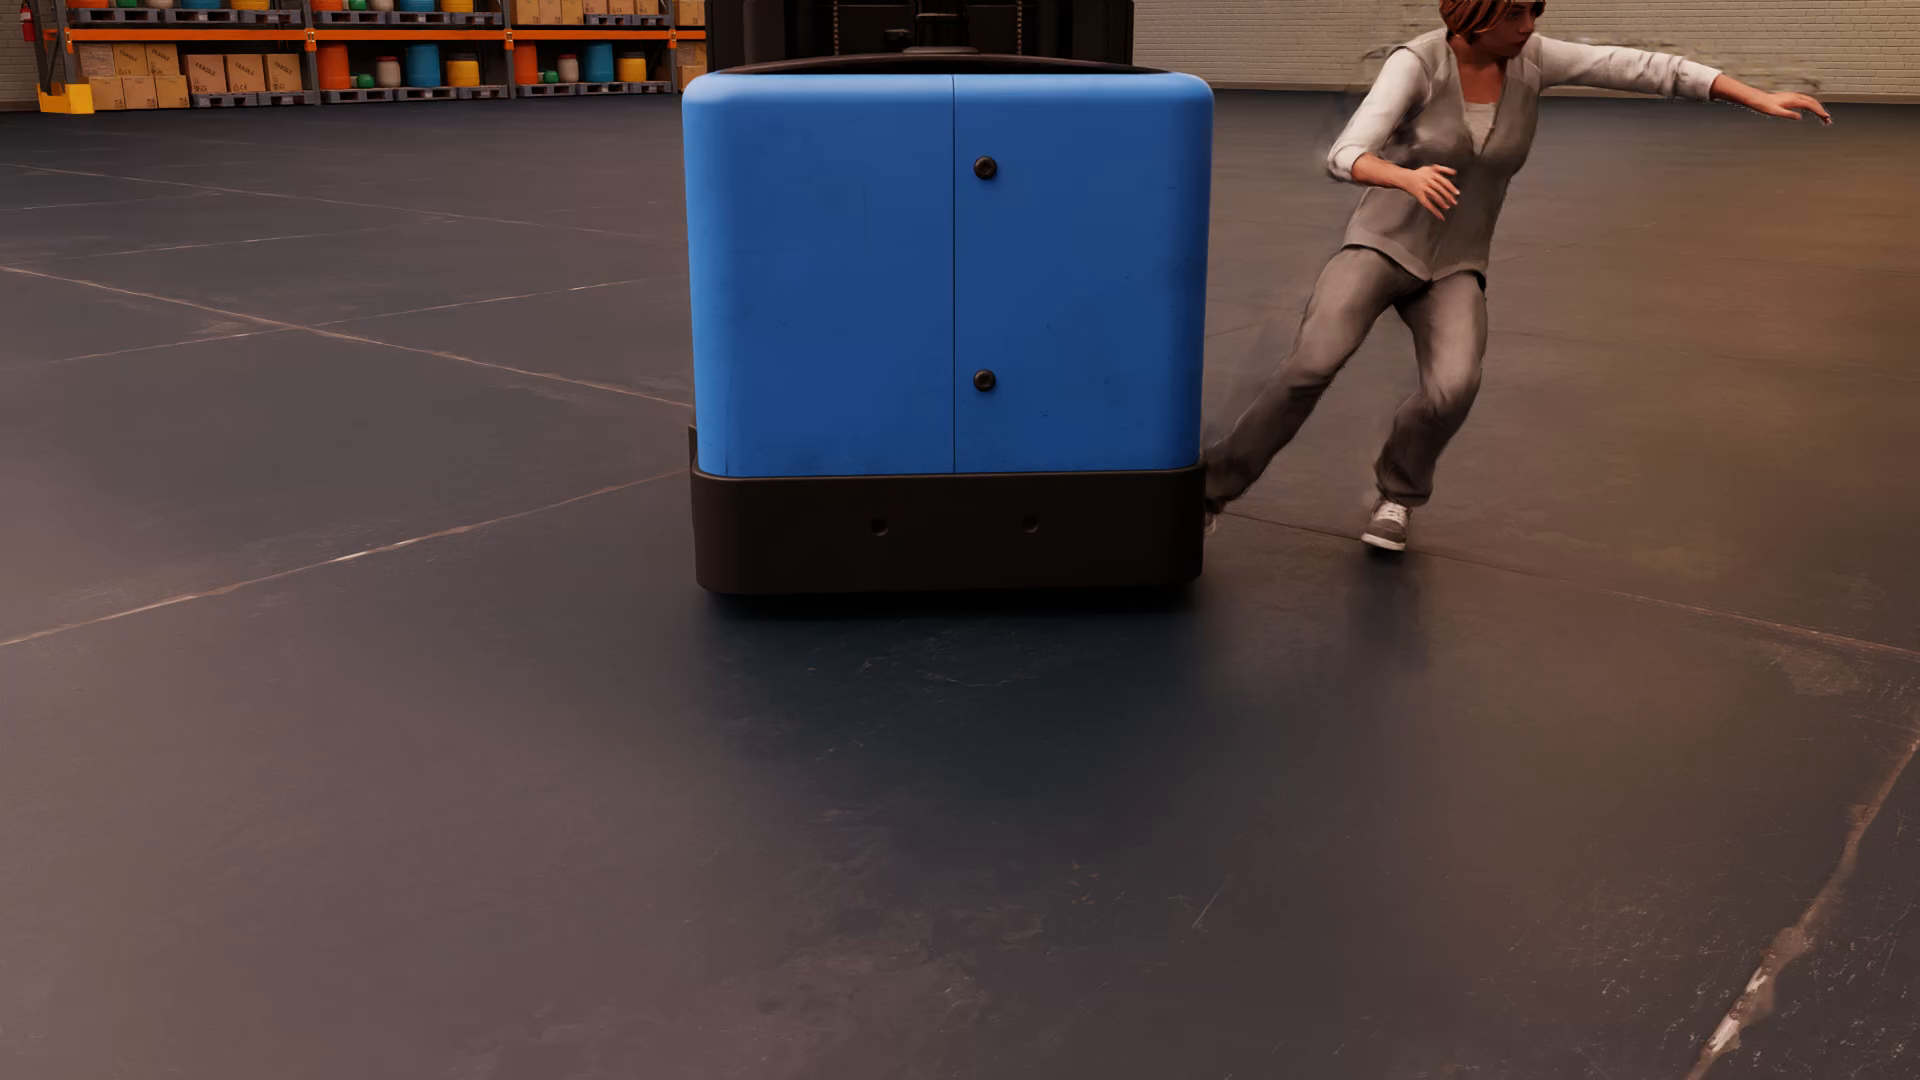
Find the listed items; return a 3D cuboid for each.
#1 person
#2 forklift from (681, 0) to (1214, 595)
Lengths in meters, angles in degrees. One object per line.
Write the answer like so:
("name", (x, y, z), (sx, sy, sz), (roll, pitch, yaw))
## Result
("person", (1.040, -0.595, 3.616), (1.359, 1.331, 0.723), (-2, 17, -6))
("forklift", (-0.121, -1.670, 4.398), (1.130, 2.935, 3.031), (-1, 17, -4))
